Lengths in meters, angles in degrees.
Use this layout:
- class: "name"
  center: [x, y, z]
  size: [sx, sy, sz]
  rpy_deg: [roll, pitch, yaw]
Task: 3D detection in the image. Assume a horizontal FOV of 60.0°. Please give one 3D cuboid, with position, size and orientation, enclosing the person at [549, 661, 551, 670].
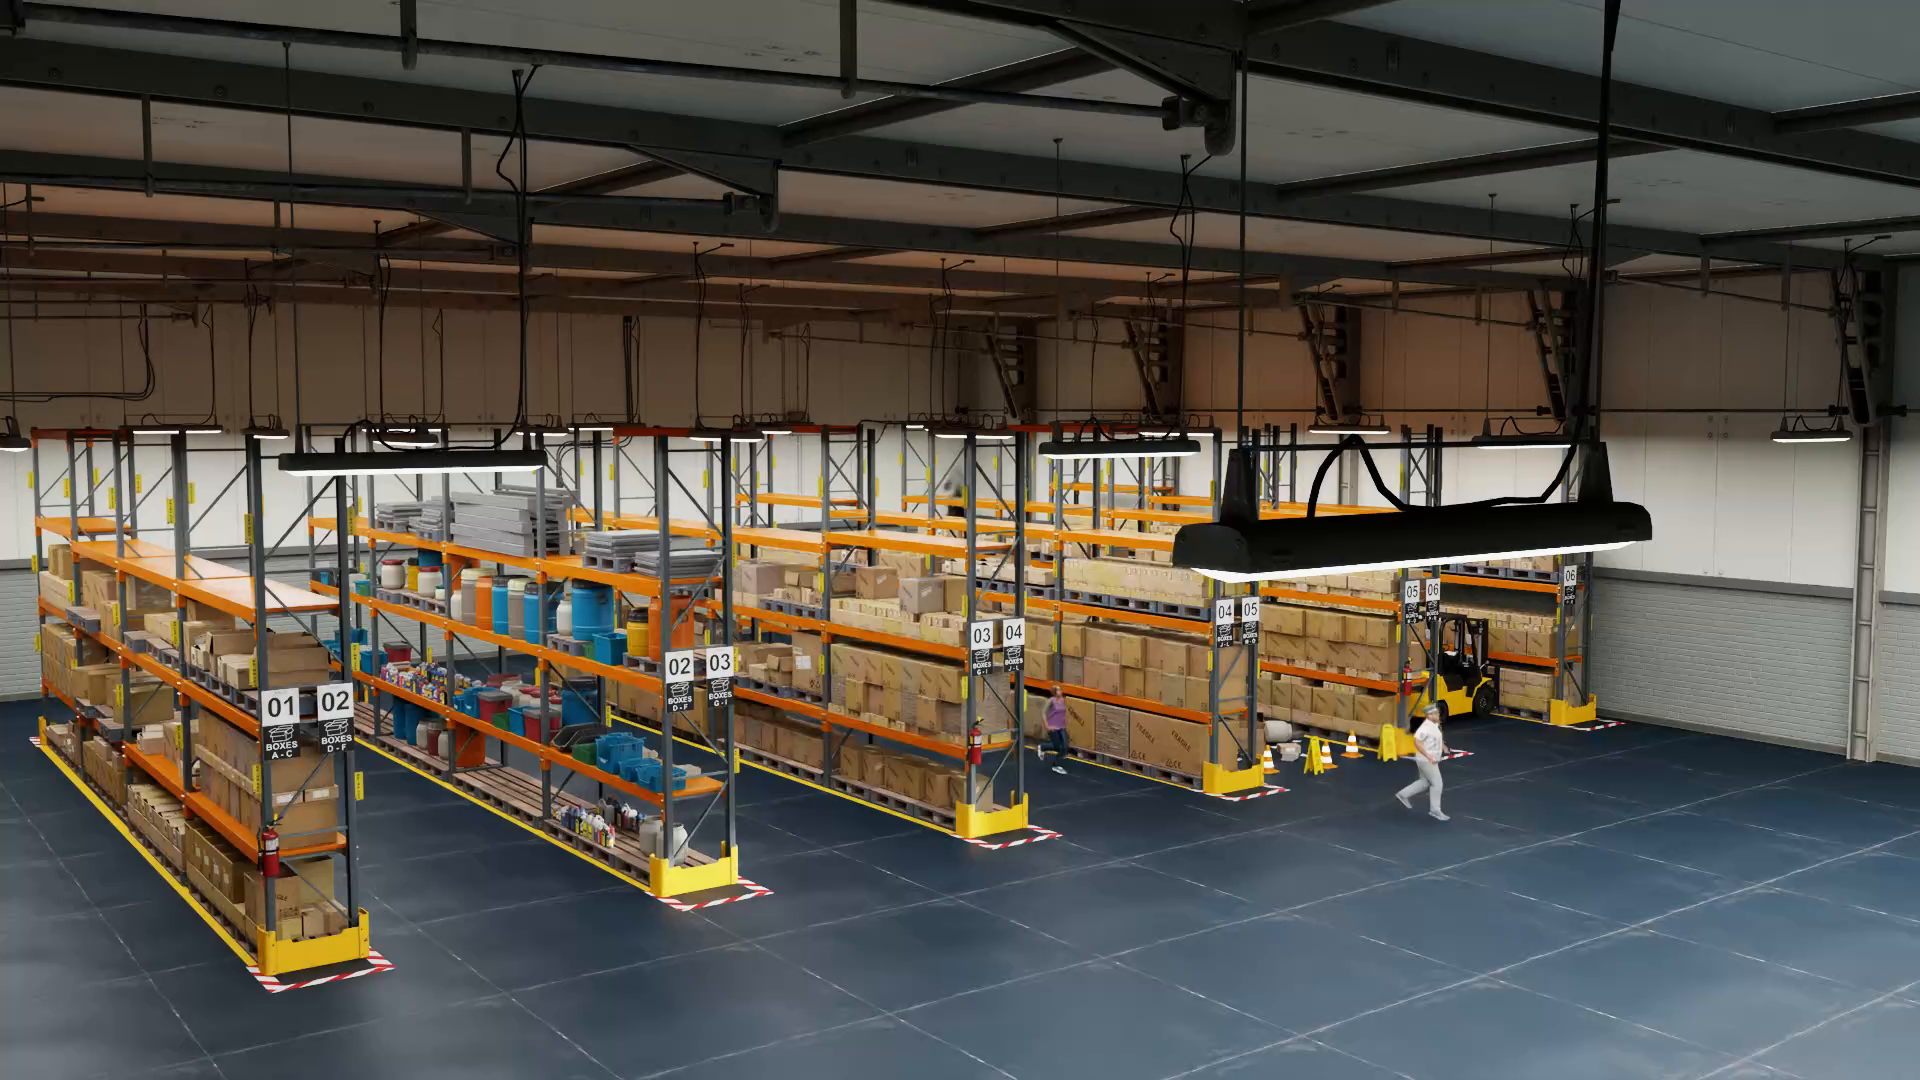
- class: "person"
  center: [-9.365, 2.439, 38.569]
  size: [0.907, 1.804, 0.707]
  rpy_deg: [-3, 5, -31]

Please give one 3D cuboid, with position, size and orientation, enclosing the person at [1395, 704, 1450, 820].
- class: "person"
  center: [7.220, 3.420, 25.849]
  size: [0.822, 1.801, 0.652]
  rpy_deg: [2, 5, 21]

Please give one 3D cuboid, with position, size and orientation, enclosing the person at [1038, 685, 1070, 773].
- class: "person"
  center: [1.649, 3.287, 29.068]
  size: [0.502, 1.535, 0.574]
  rpy_deg: [-4, 6, -39]
